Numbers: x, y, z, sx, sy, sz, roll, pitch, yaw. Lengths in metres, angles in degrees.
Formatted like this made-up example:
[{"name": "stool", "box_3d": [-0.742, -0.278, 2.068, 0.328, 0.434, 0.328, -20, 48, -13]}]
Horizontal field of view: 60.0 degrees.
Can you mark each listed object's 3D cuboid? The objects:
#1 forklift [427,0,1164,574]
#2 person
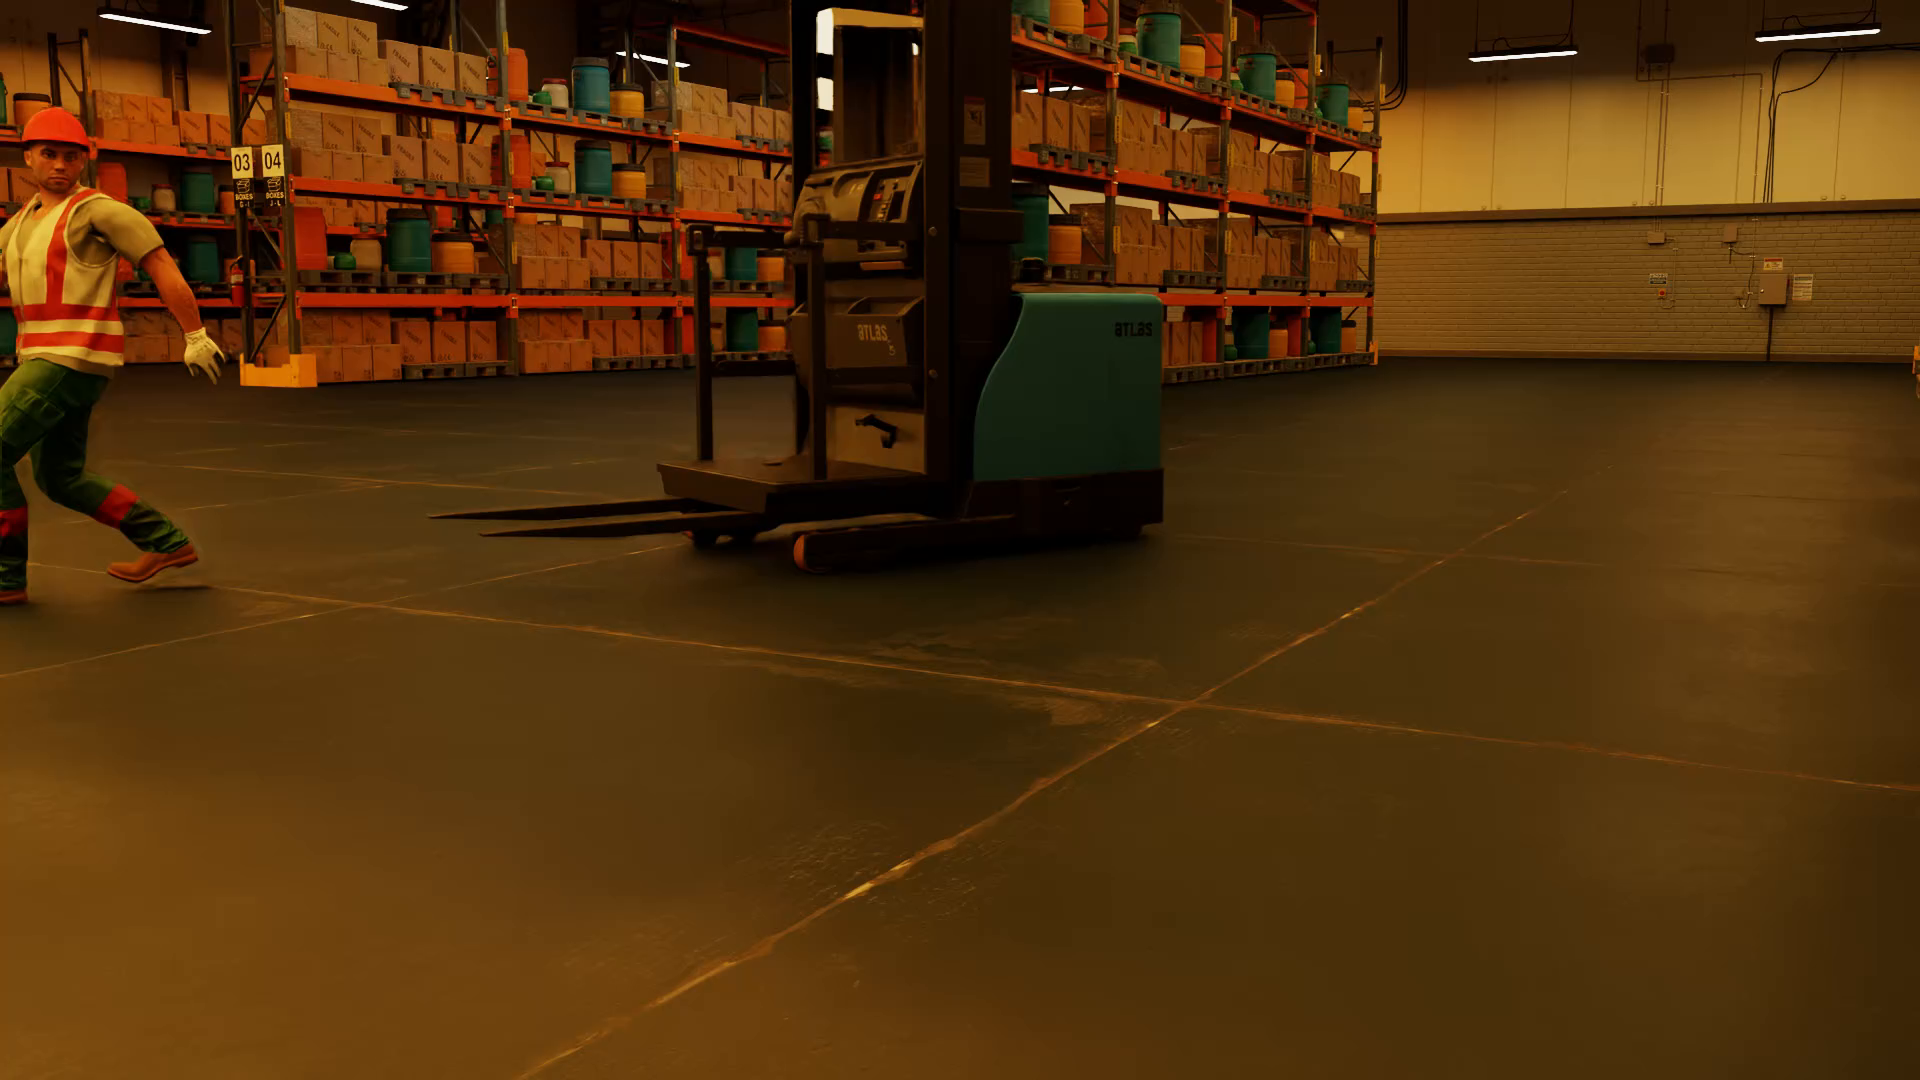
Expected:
[{"name": "forklift", "box_3d": [-0.602, -1.404, 6.764, 3.031, 2.935, 1.130, -5, 9, -34]}, {"name": "person", "box_3d": [-3.089, -0.623, 5.743, 0.932, 1.698, 0.569, -7, 10, -40]}]
